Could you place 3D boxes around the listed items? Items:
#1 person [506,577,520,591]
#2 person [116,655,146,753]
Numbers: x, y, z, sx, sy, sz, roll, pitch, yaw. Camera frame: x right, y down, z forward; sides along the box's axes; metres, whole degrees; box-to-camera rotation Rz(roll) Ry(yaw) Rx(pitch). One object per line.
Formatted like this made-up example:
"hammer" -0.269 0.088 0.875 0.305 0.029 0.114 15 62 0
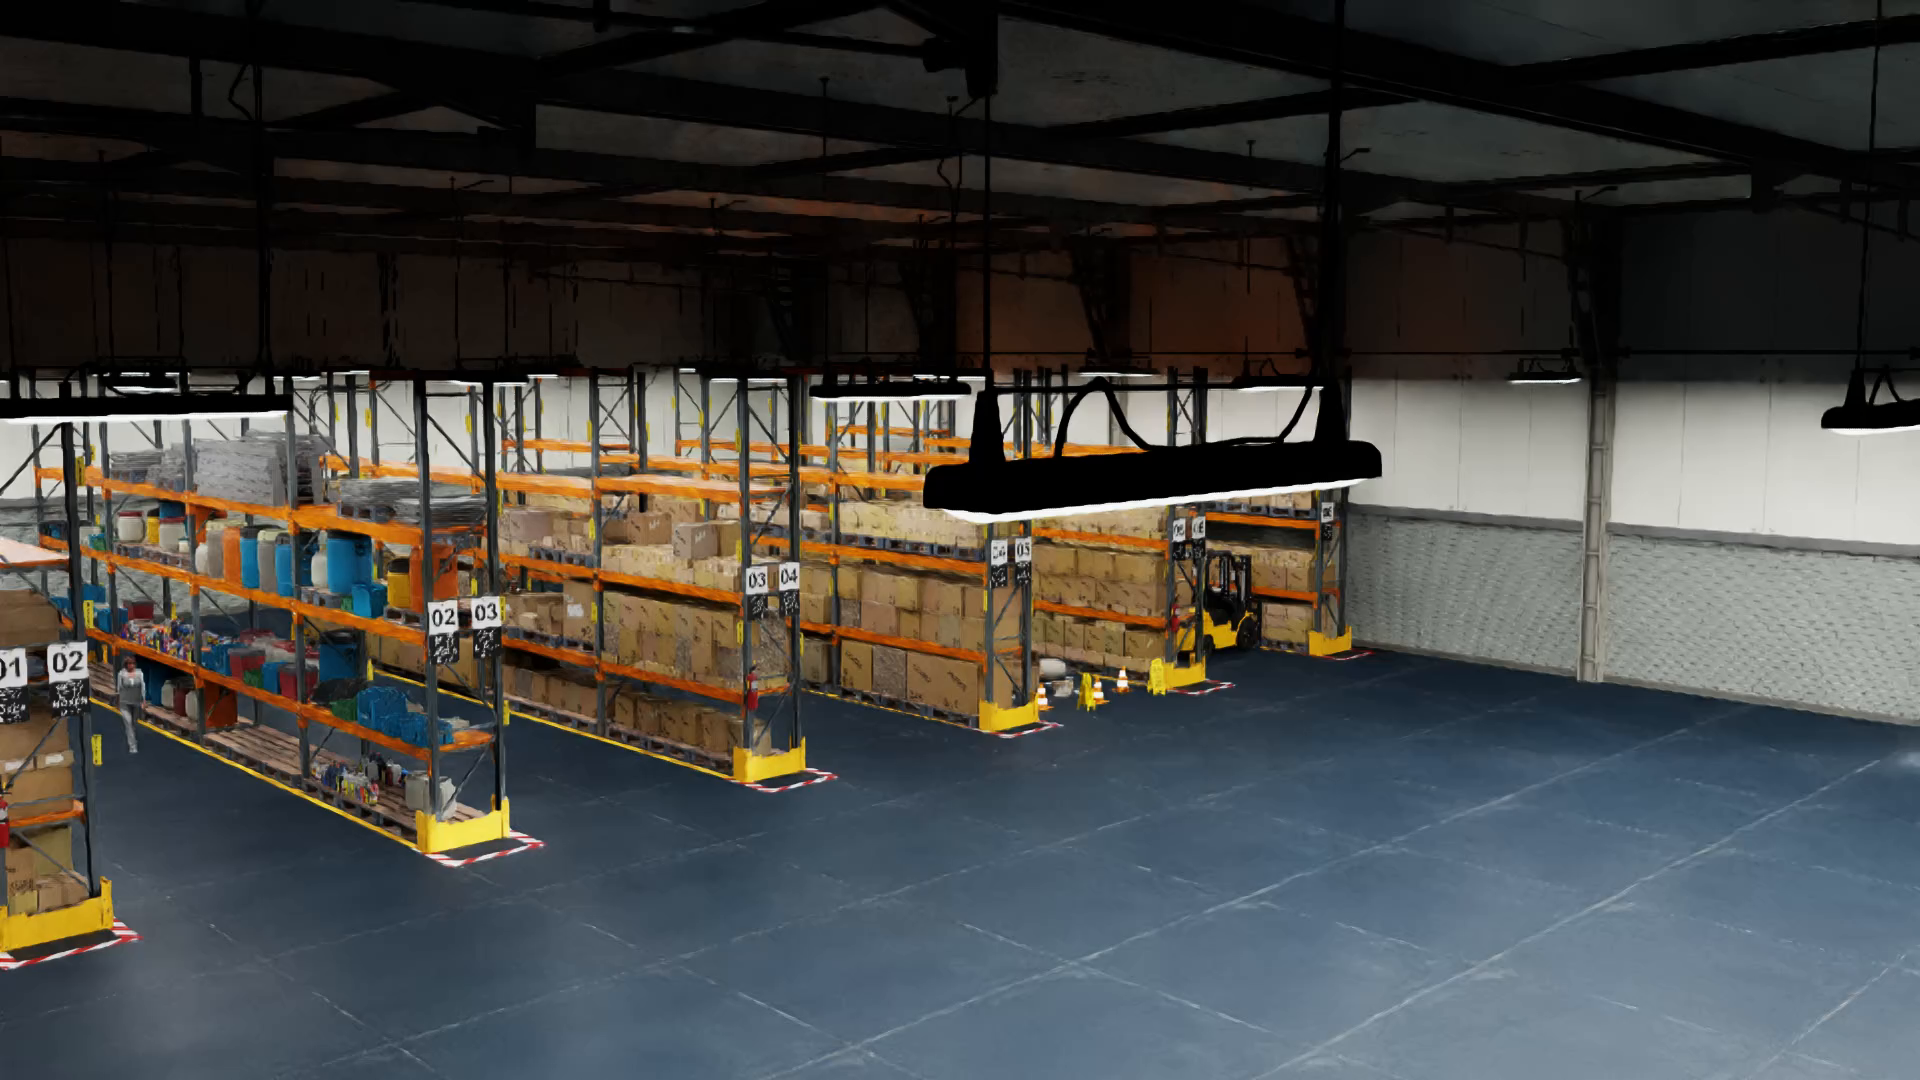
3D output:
"person" -9.482 1.569 35.129 0.532 1.629 0.592 6 9 43
"person" -13.191 2.574 26.504 0.418 1.514 1.043 -6 9 -41
